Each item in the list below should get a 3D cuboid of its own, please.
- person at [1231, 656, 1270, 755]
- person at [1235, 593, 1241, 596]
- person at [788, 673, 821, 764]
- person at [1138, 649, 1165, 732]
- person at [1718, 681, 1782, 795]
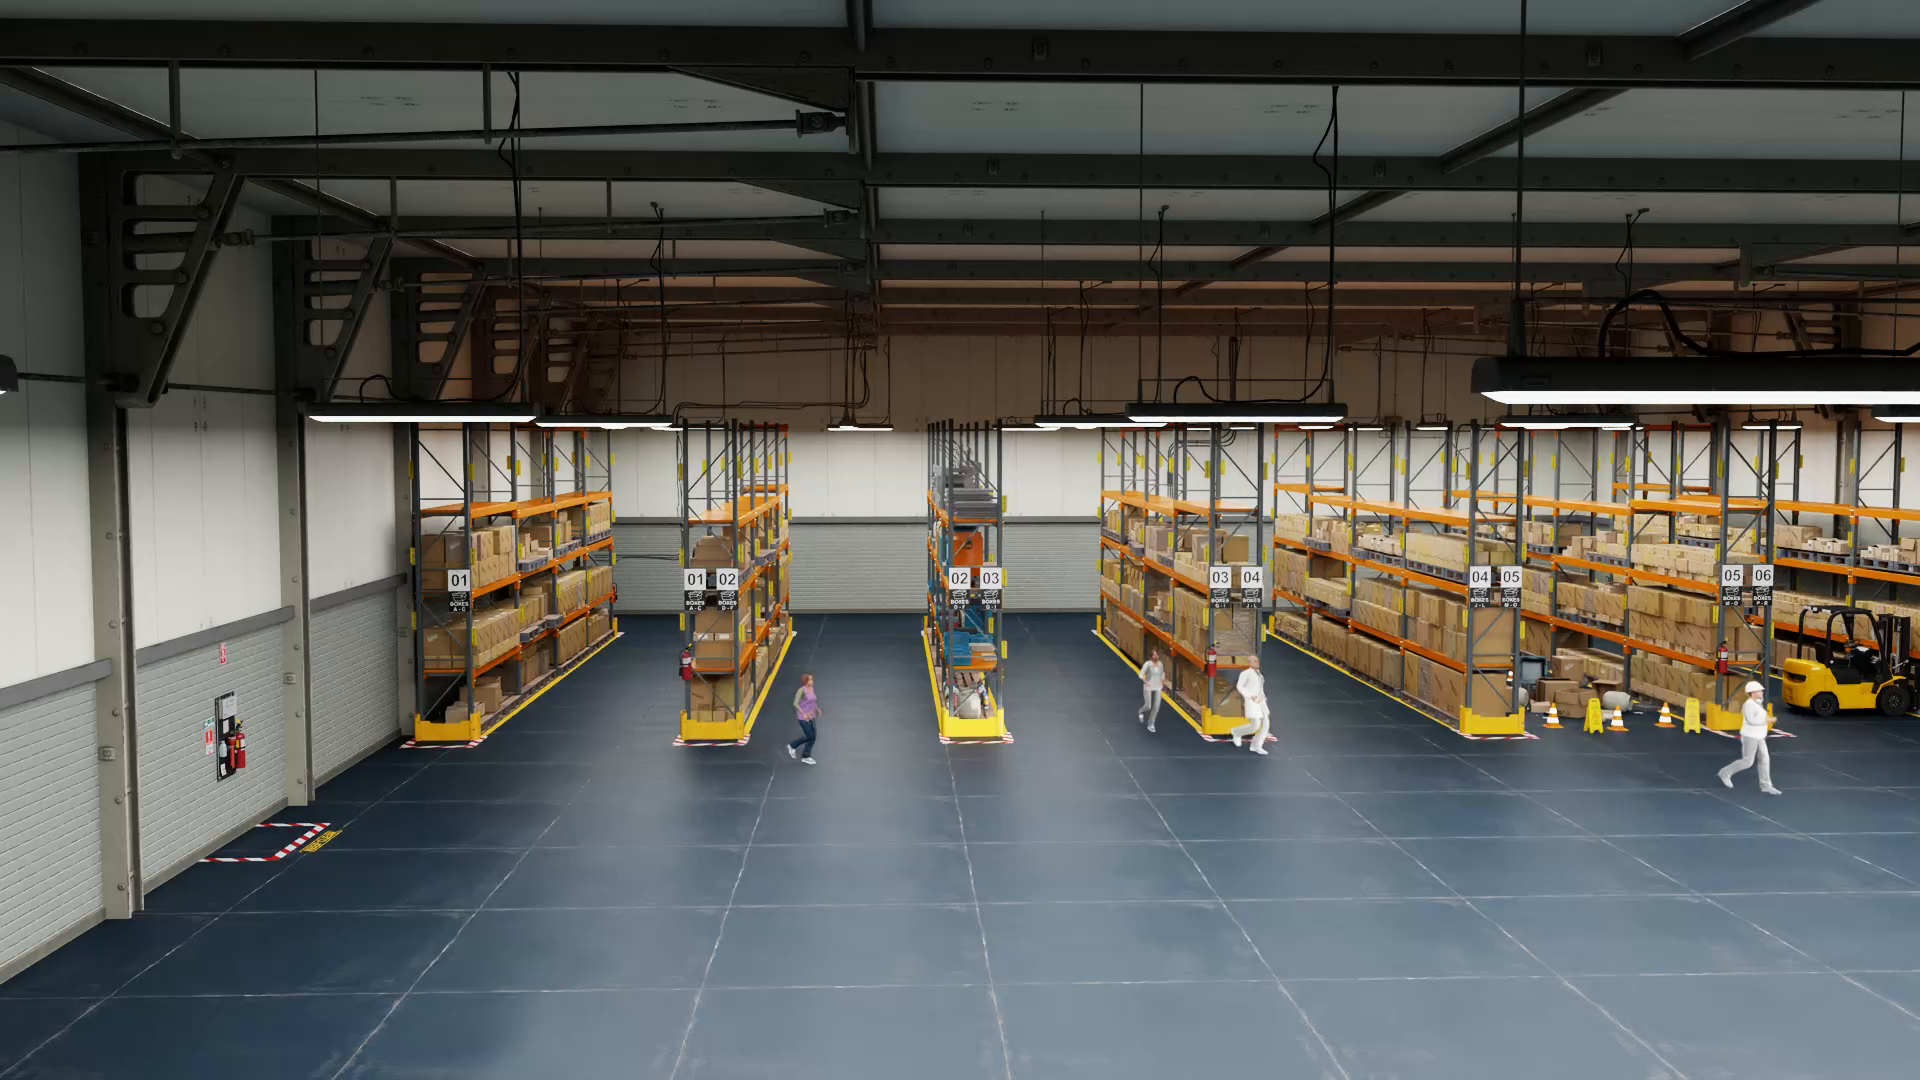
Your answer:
[{"bbox_3d":[5.235,2.955,29.891,0.716,1.758,0.718,3,5,40],"label":"person"},{"bbox_3d":[8.006,1.823,48.247,0.645,1.721,0.672,-2,4,-32],"label":"person"},{"bbox_3d":[-2.710,3.097,28.914,0.538,1.574,0.559,2,4,26],"label":"person"},{"bbox_3d":[3.716,2.898,32.197,0.557,1.560,0.651,-1,4,-13],"label":"person"},{"bbox_3d":[12.567,3.121,26.406,0.931,1.766,0.676,3,5,40],"label":"person"}]
